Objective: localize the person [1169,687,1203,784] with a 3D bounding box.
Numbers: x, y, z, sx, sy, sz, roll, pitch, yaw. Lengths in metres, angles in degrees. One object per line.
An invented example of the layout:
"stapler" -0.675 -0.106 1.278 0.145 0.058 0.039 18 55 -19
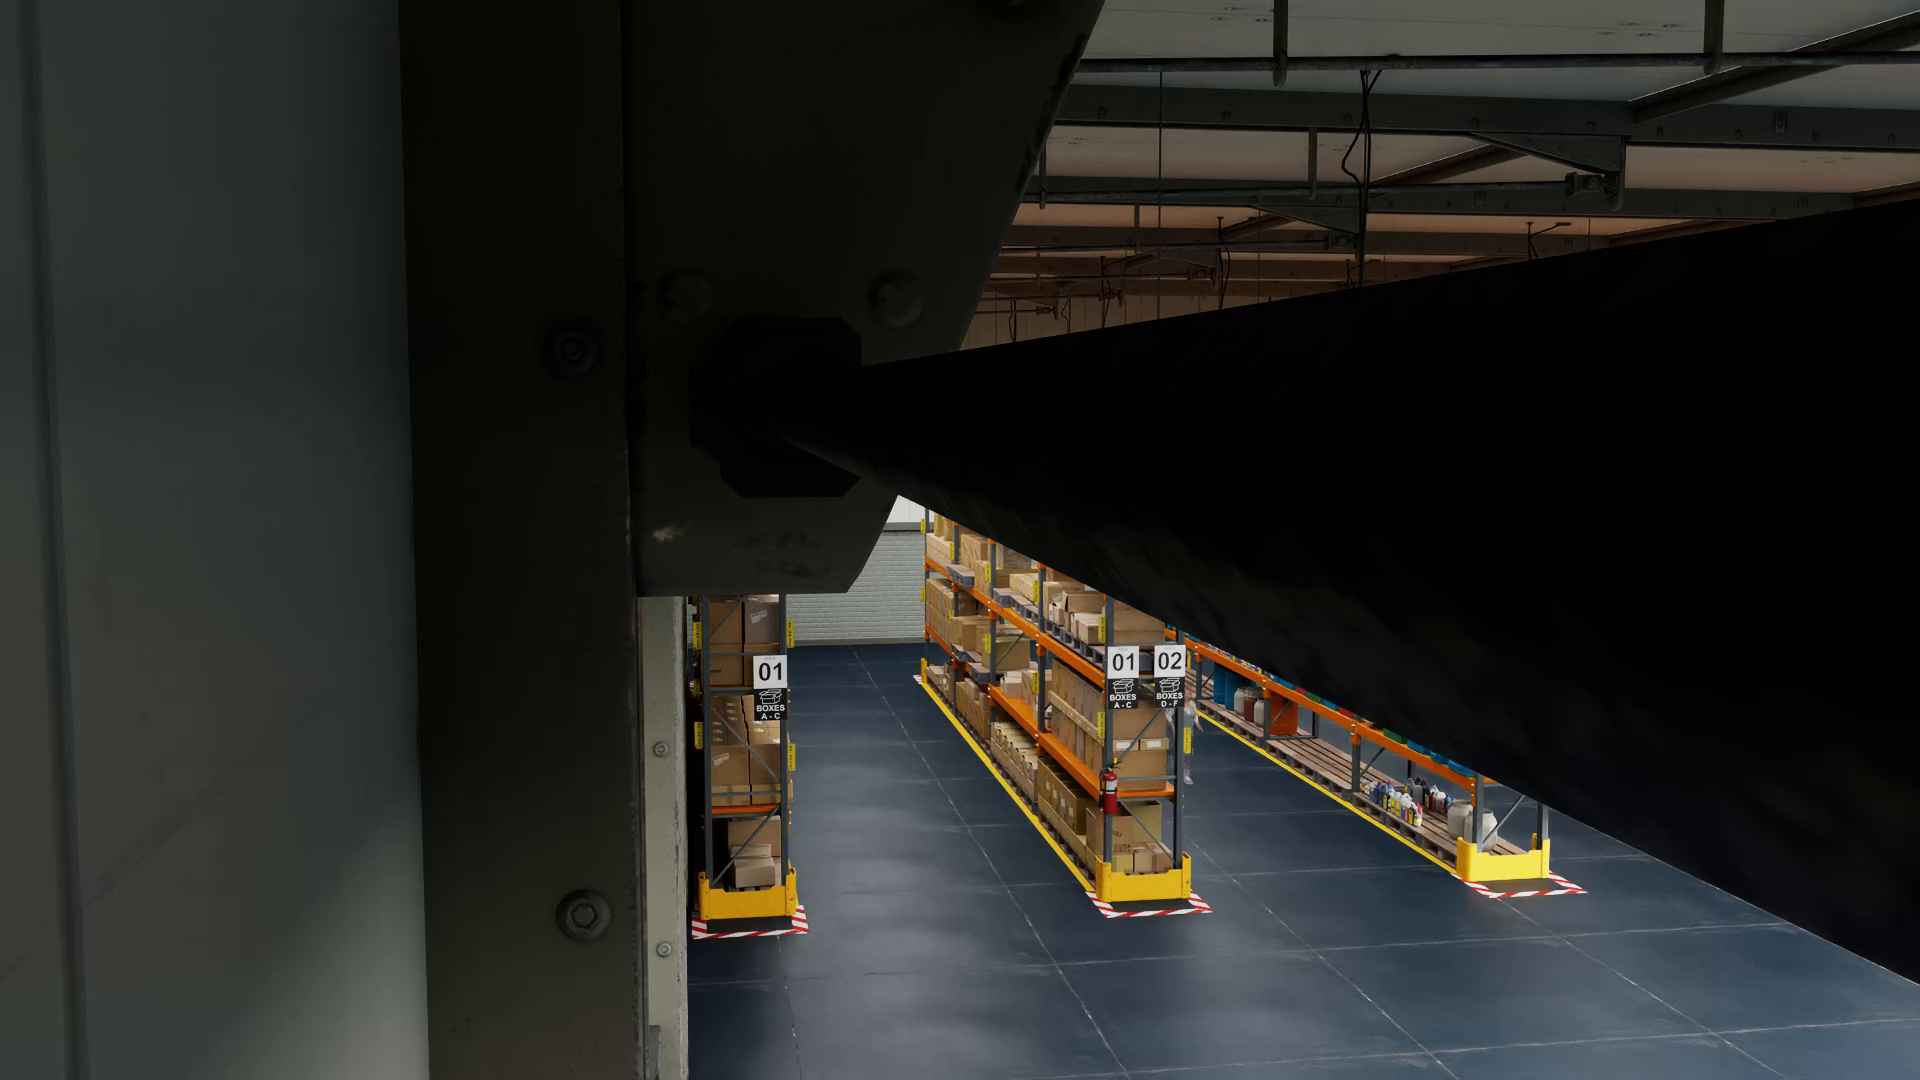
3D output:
"person" 3.623 3.168 27.224 0.494 1.567 0.743 -2 5 -20
